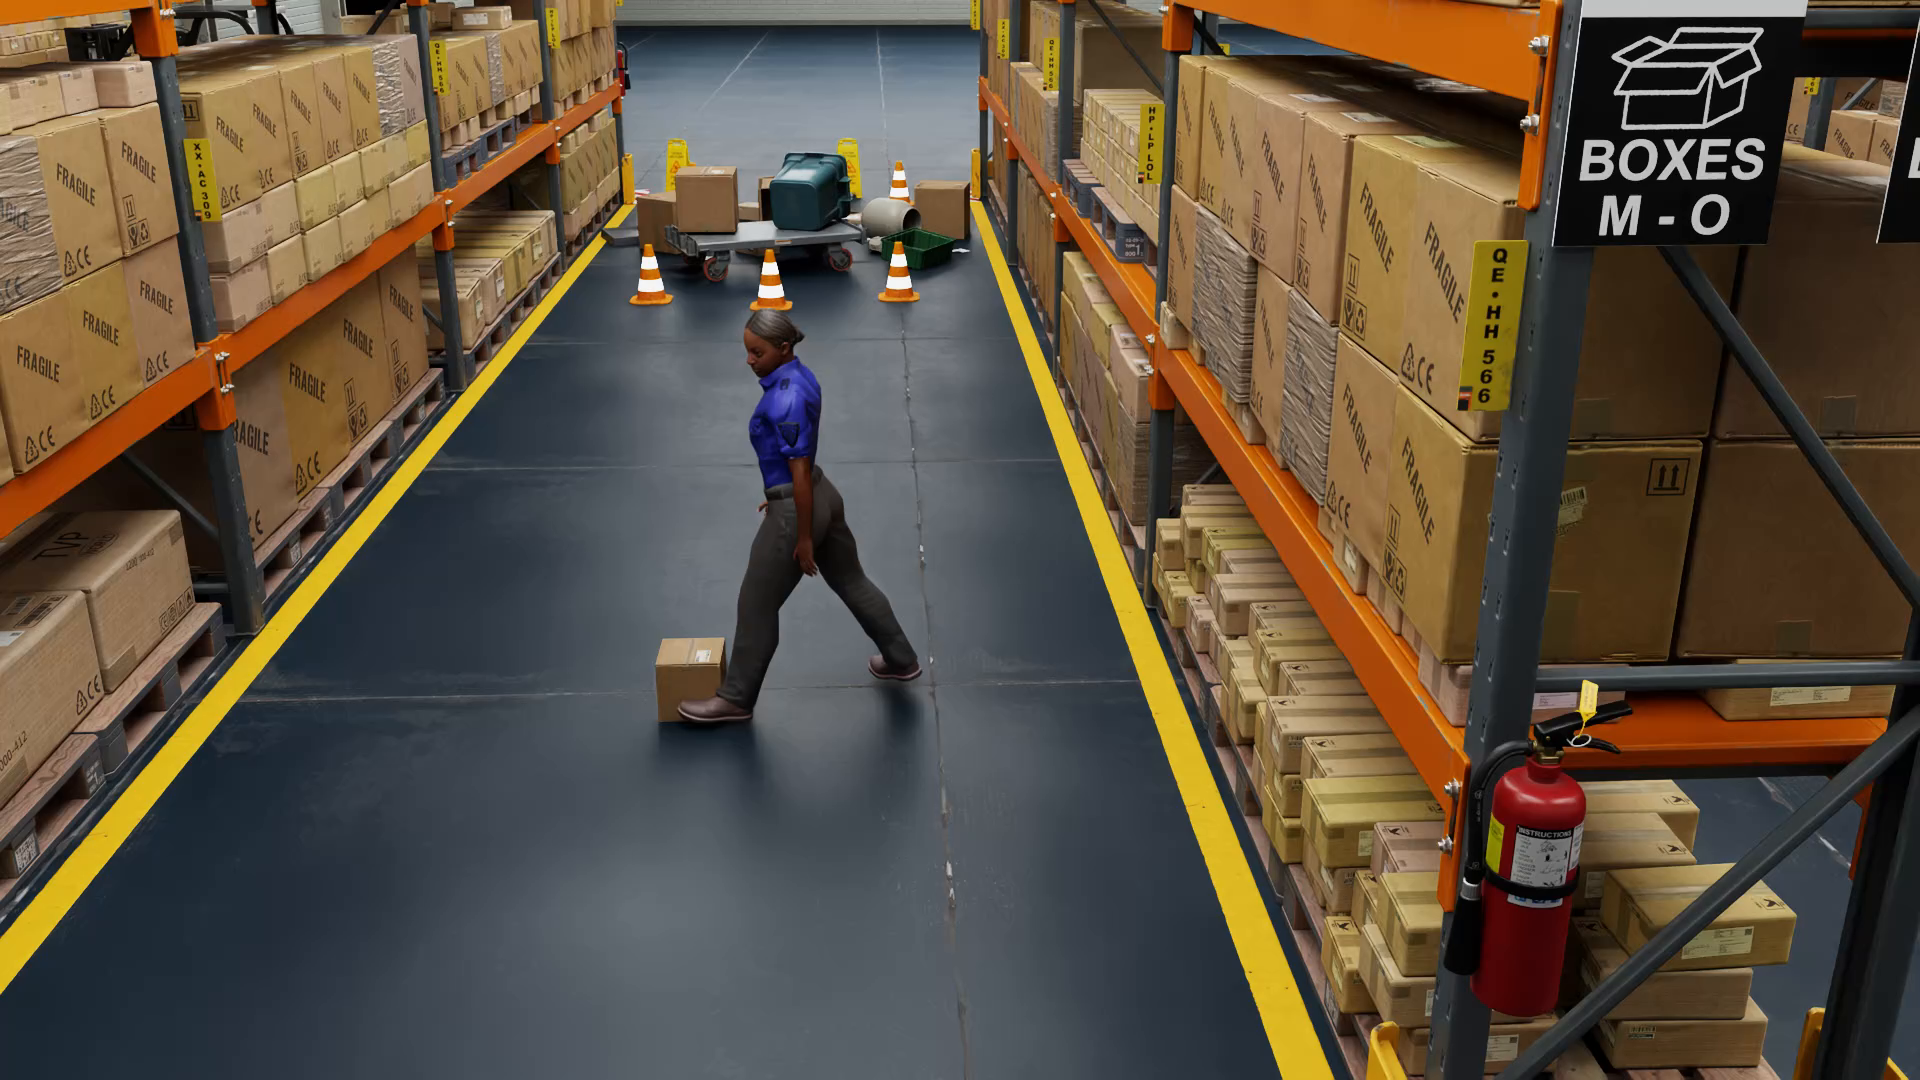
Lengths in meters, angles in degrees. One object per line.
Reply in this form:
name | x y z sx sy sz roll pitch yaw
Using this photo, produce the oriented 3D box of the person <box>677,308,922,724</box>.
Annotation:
person | -0.619 -0.117 6.405 0.903 1.615 0.615 3 21 8
